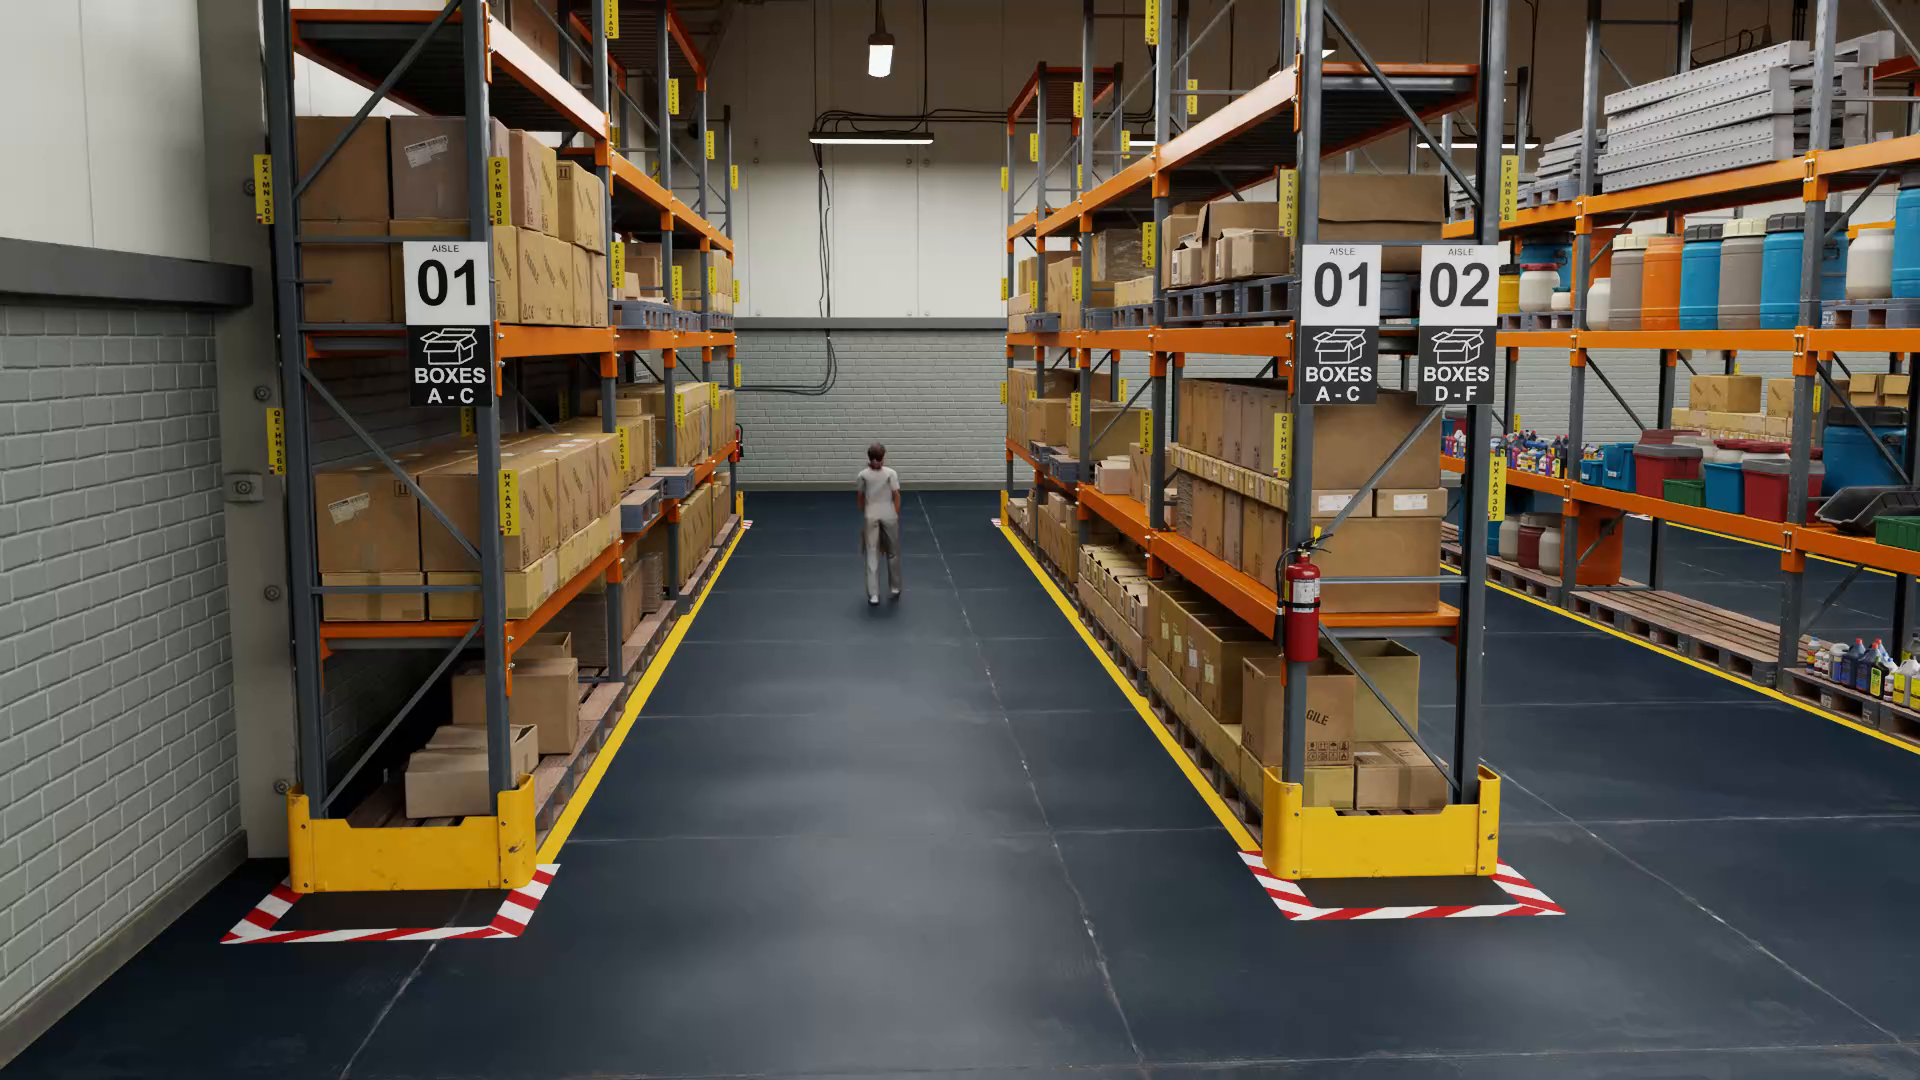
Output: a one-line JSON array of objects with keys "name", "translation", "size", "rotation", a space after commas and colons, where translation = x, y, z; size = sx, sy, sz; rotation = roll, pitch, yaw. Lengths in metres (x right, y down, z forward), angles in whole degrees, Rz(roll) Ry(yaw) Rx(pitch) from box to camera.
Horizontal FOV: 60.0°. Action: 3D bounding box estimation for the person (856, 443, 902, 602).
[{"name": "person", "translation": [-0.848, -0.207, 17.471], "size": [0.472, 1.633, 0.896], "rotation": [0, 7, 2]}]
